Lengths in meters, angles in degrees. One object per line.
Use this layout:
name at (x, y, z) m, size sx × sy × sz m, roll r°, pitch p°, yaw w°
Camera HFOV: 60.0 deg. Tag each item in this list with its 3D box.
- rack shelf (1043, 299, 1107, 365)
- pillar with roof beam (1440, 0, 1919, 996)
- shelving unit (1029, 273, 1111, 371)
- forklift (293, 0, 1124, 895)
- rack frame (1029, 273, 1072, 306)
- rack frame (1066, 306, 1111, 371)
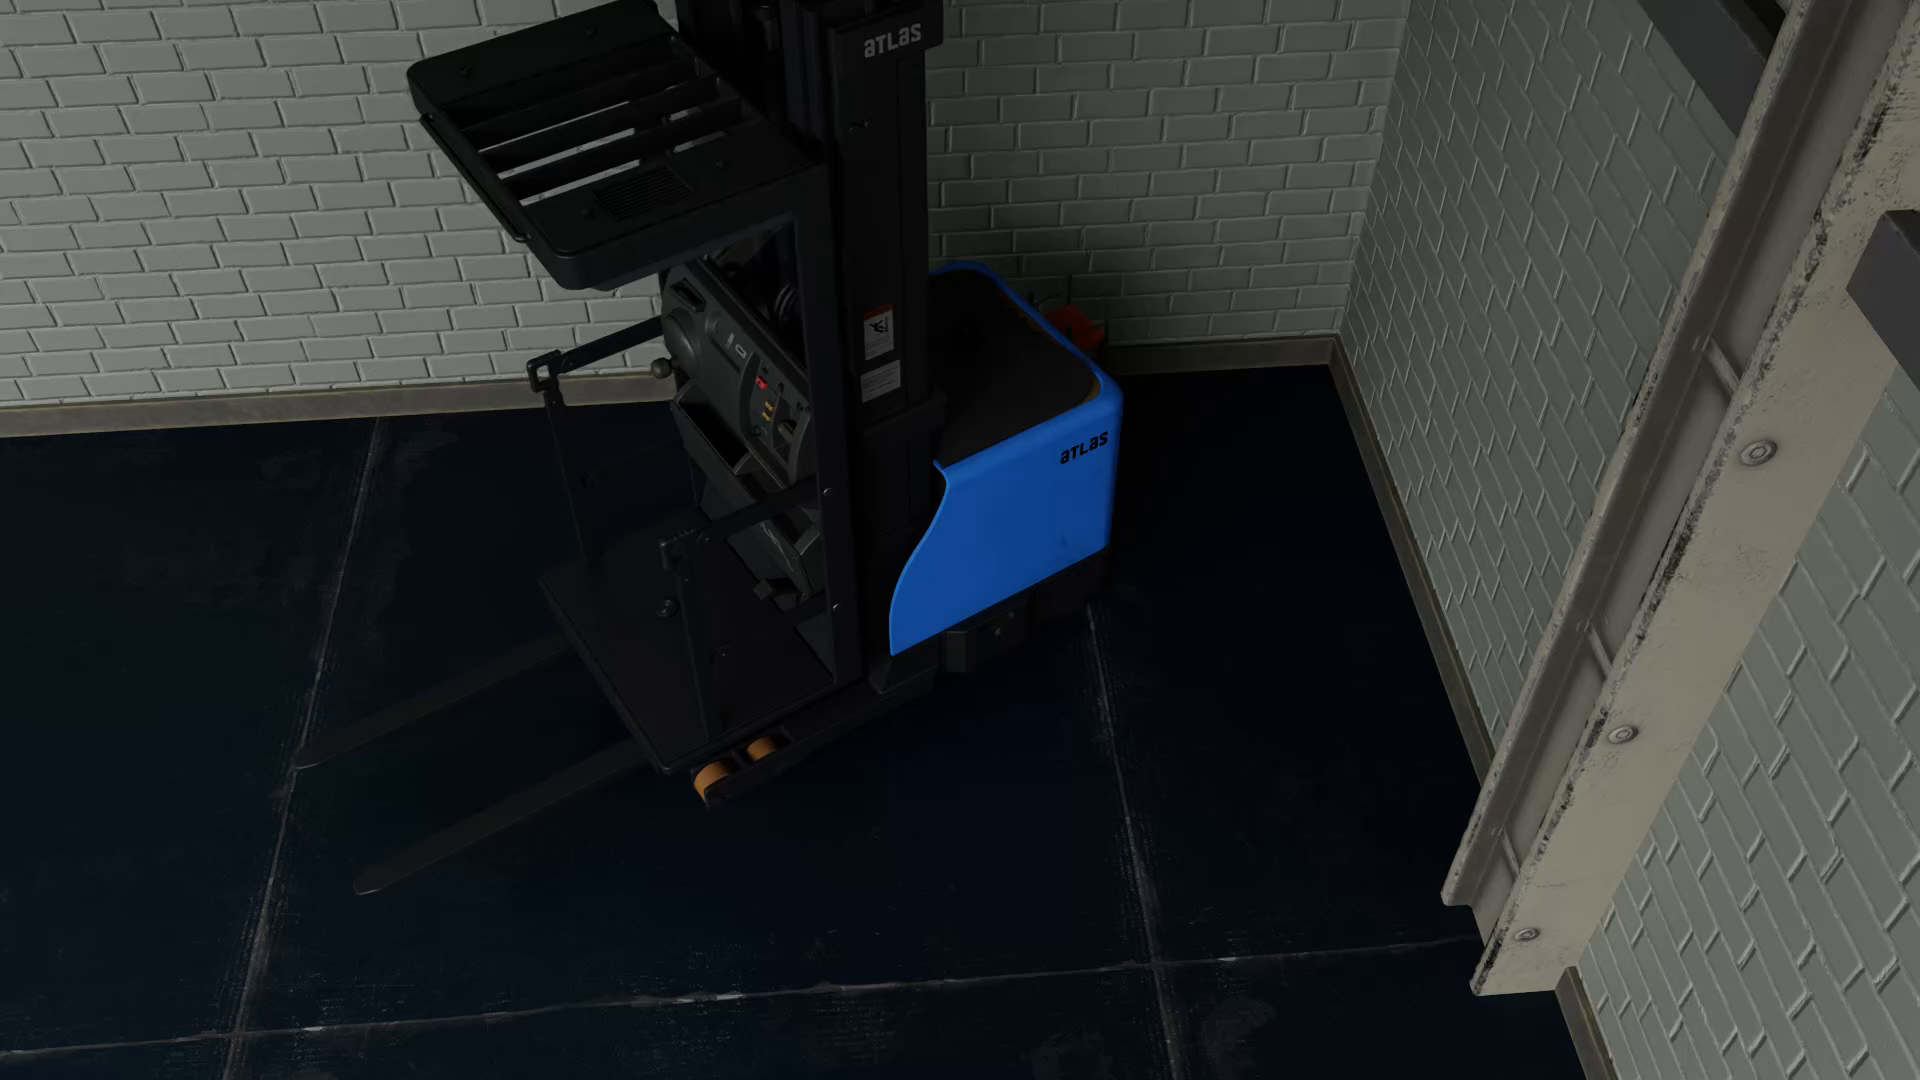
rack shelf at (0.416, -0.741, 6.488) m, size 0.215 × 0.259 × 0.240 m, roll -26°, pitch 52°, yaw -22°
pillar with roof beam at (-2.463, -1.487, 2.097) m, size 9.100 × 9.000 × 0.400 m, roll -3°, pitch 47°, yaw -3°
shelving unit at (0.416, -0.553, 6.687) m, size 0.215 × 1.050 × 0.252 m, roll -26°, pitch 52°, yaw -22°
forklift at (-0.907, -0.497, 5.338) m, size 3.031 × 2.935 × 1.130 m, roll -26°, pitch 52°, yaw -22°
rack frame at (0.349, -0.626, 6.757) m, size 0.200 × 1.050 × 0.008 m, roll -26°, pitch 52°, yaw -22°
rack frame at (0.484, -0.479, 6.617) m, size 0.200 × 1.050 × 0.008 m, roll -26°, pitch 52°, yaw -22°
